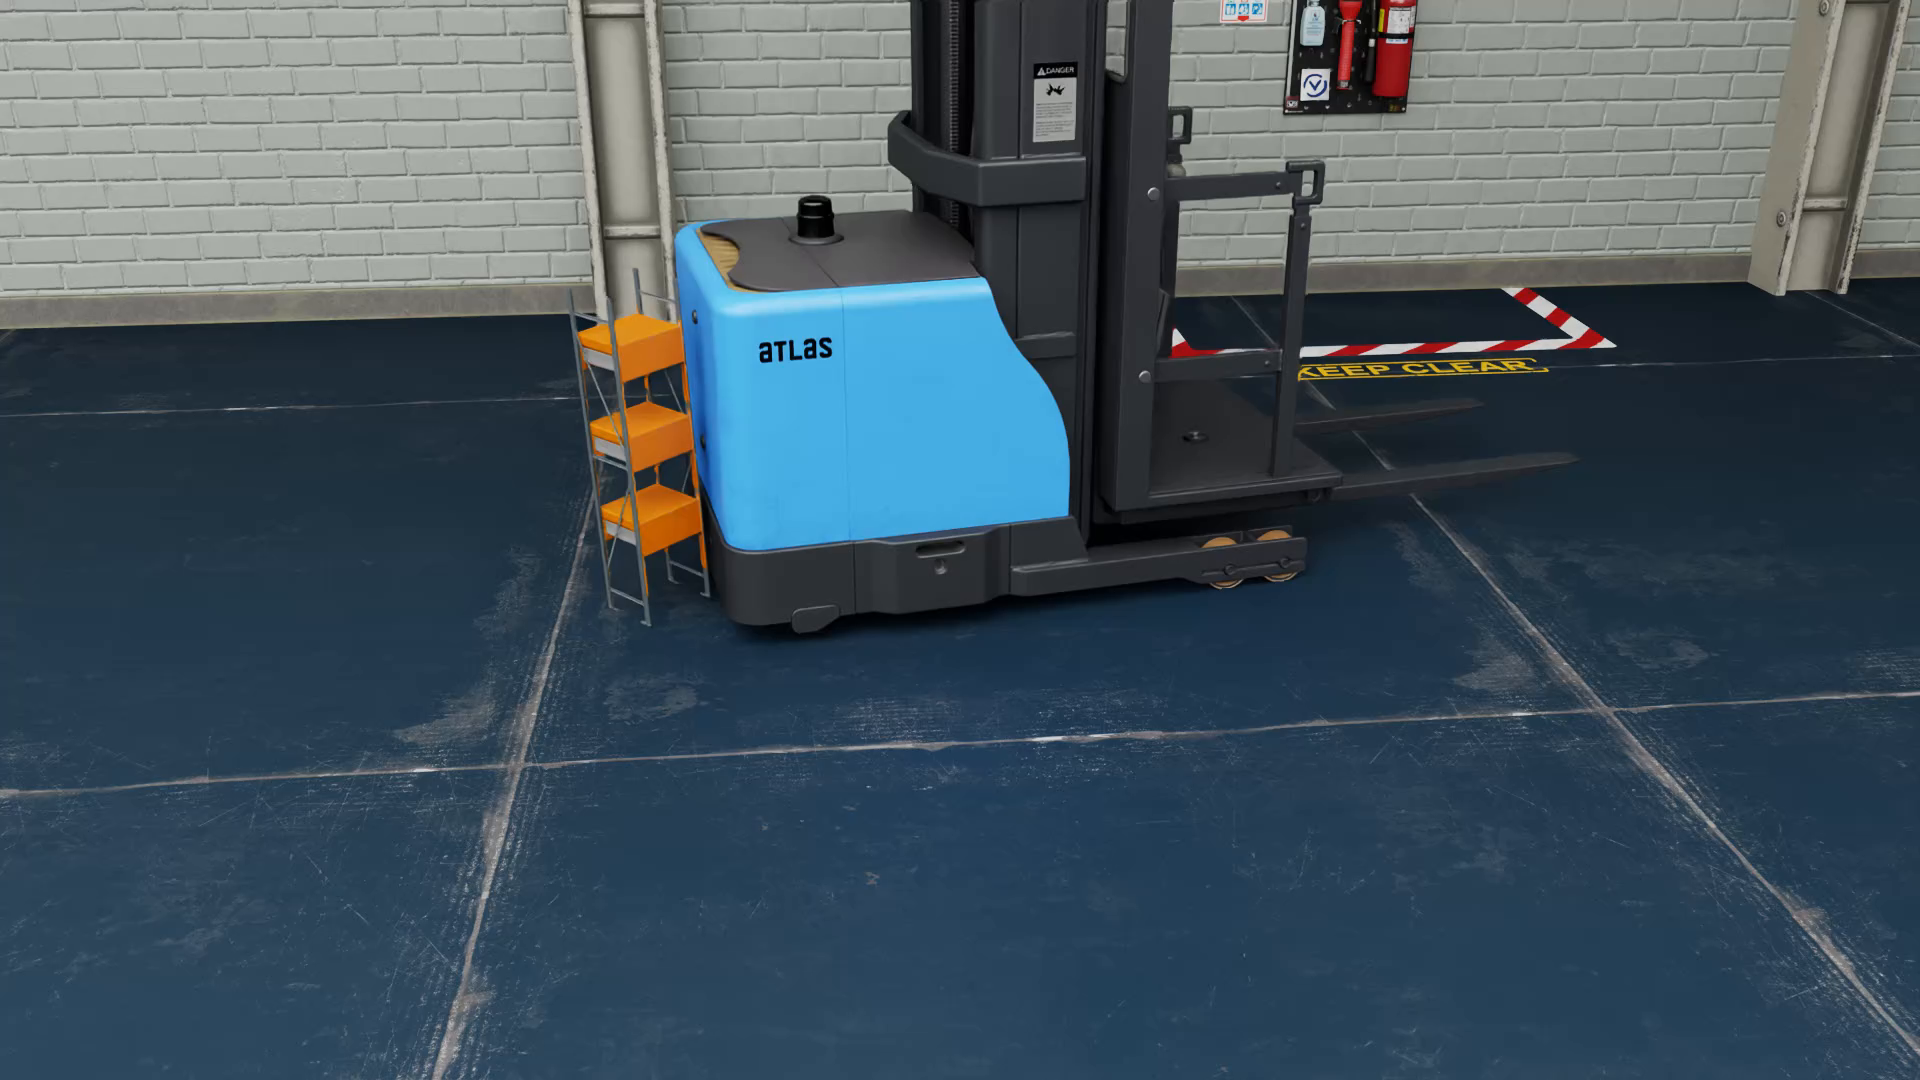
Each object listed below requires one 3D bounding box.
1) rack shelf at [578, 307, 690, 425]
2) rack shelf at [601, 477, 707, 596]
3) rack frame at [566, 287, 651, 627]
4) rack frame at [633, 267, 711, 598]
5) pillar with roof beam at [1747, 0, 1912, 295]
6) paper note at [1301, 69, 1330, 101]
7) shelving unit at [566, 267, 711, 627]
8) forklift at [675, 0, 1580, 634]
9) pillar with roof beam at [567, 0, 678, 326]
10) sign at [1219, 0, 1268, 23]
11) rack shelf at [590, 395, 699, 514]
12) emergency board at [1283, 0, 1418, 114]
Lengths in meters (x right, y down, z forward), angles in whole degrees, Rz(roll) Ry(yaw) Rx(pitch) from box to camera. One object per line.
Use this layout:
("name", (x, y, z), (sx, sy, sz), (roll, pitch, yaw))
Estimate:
("rack shelf", (-0.975, -0.519, 4.942), (0.215, 0.259, 0.240), (19, 33, 37))
("rack shelf", (-0.960, -0.013, 5.186), (0.215, 0.259, 0.240), (19, 33, 37))
("rack frame", (-1.047, -0.231, 4.978), (0.200, 1.050, 0.008), (19, 33, 37))
("rack frame", (-0.887, -0.315, 5.143), (0.200, 1.050, 0.008), (19, 33, 37))
("pillar with roof beam", (4.818, -3.706, 3.008), (0.400, 9.000, 9.100), (-2, 24, -5))
("paper note", (1.749, -2.240, 8.180), (0.142, 0.148, 0.016), (-2, 24, -5))
("shelving unit", (-0.967, -0.273, 5.061), (0.215, 1.050, 0.252), (19, 33, 37))
("forklift", (0.632, -1.379, 5.243), (3.031, 2.935, 1.130), (-7, 25, -15))
("pillar with roof beam", (-1.153, -3.466, 2.469), (0.400, 9.000, 9.100), (-2, 24, -5))
("sign", (1.371, -2.657, 7.991), (0.234, 0.329, 0.001), (-2, 24, -5))
("rack shelf", (-0.967, -0.264, 5.065), (0.215, 0.259, 0.240), (19, 33, 37))
("emergency board", (1.932, -2.621, 7.954), (0.643, 1.169, 0.194), (-2, 24, -5))
